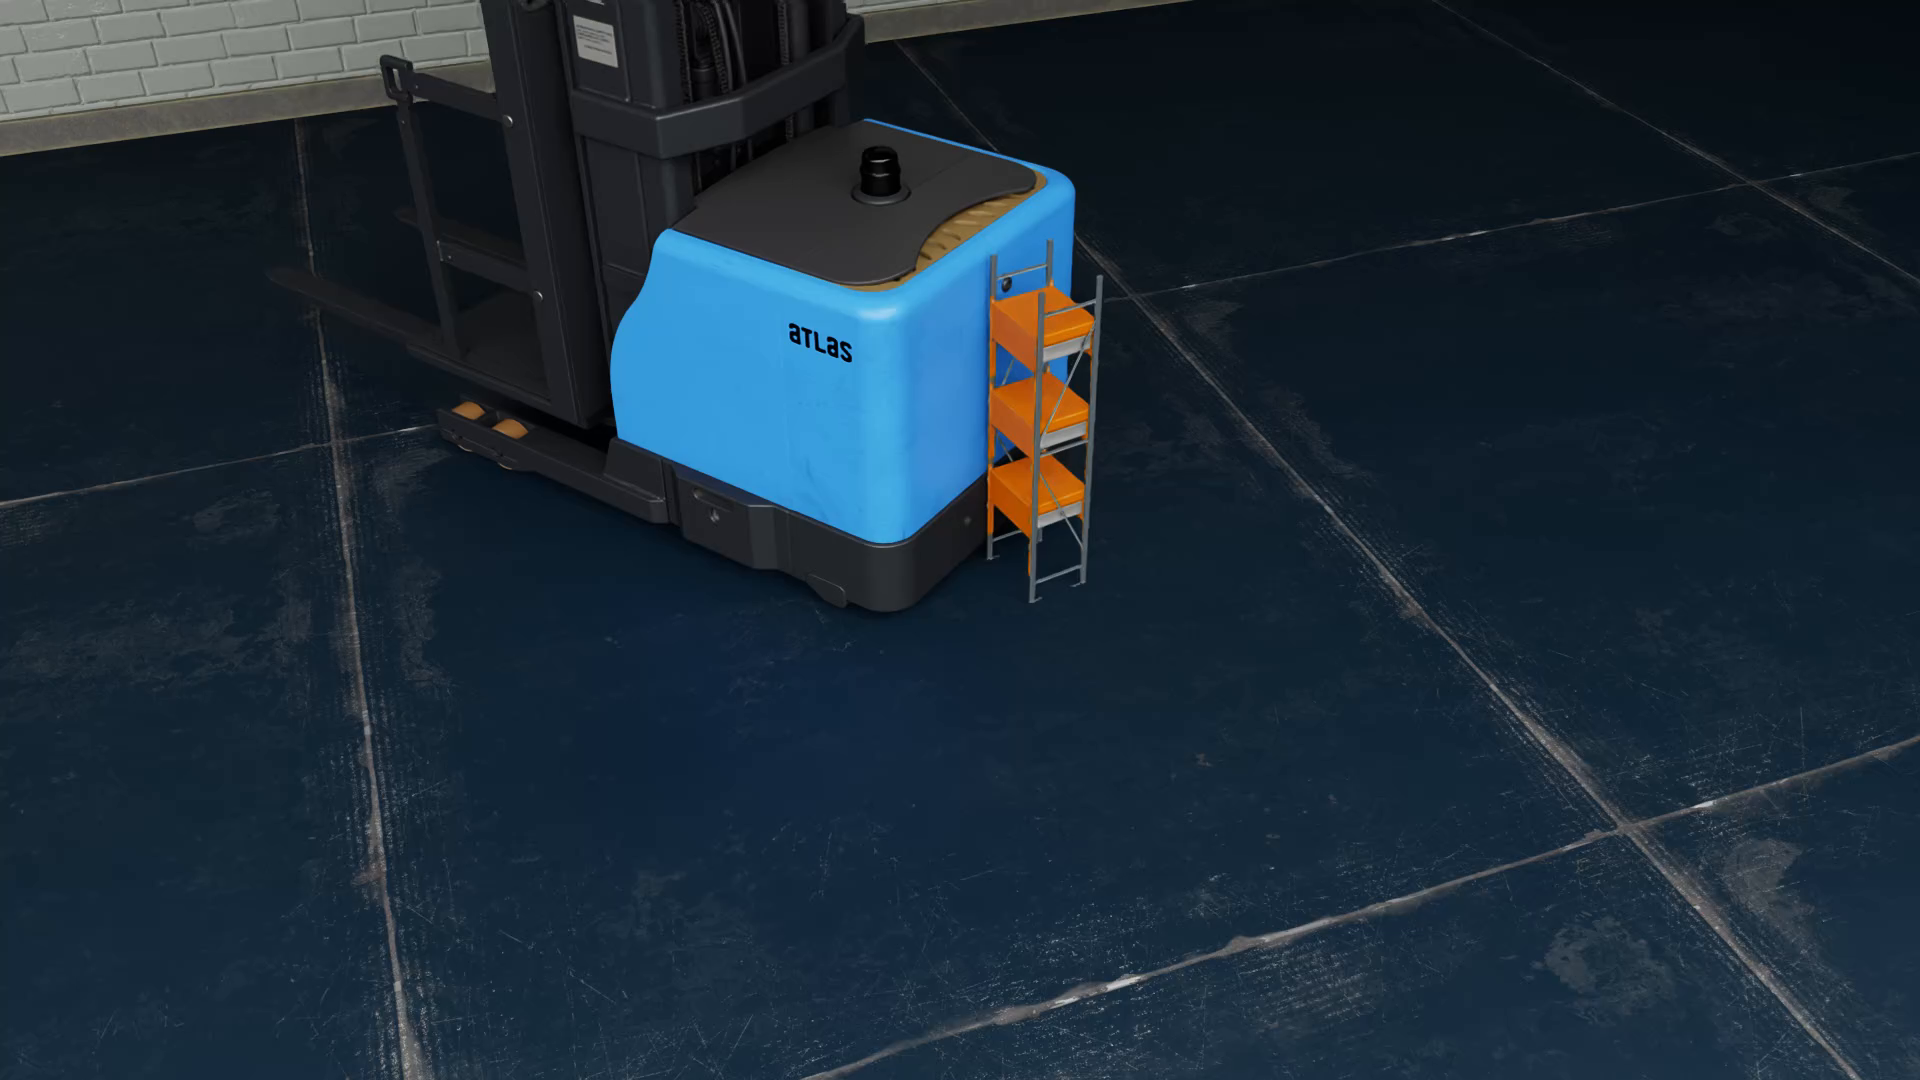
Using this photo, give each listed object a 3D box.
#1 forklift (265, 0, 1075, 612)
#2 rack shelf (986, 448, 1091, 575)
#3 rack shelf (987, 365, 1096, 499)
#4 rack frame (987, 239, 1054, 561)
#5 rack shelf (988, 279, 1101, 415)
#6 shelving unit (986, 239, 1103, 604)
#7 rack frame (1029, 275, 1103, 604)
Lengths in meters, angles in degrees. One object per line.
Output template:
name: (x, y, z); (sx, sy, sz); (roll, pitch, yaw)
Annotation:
forklift: (-1.152, -1.646, 5.000); (3.031, 2.935, 1.130); (22, 42, 26)
rack shelf: (0.233, -0.092, 4.979); (0.215, 0.259, 0.240); (-19, 41, -24)
rack shelf: (0.233, -0.314, 4.811); (0.215, 0.259, 0.240); (-19, 41, -24)
rack frame: (0.171, -0.386, 4.889); (0.200, 1.050, 0.008); (-19, 41, -24)
rack shelf: (0.233, -0.540, 4.641); (0.215, 0.259, 0.240); (-19, 41, -24)
shelving unit: (0.233, -0.322, 4.805); (0.215, 1.050, 0.252); (-19, 41, -24)
rack frame: (0.294, -0.259, 4.721); (0.200, 1.050, 0.008); (-19, 41, -24)
